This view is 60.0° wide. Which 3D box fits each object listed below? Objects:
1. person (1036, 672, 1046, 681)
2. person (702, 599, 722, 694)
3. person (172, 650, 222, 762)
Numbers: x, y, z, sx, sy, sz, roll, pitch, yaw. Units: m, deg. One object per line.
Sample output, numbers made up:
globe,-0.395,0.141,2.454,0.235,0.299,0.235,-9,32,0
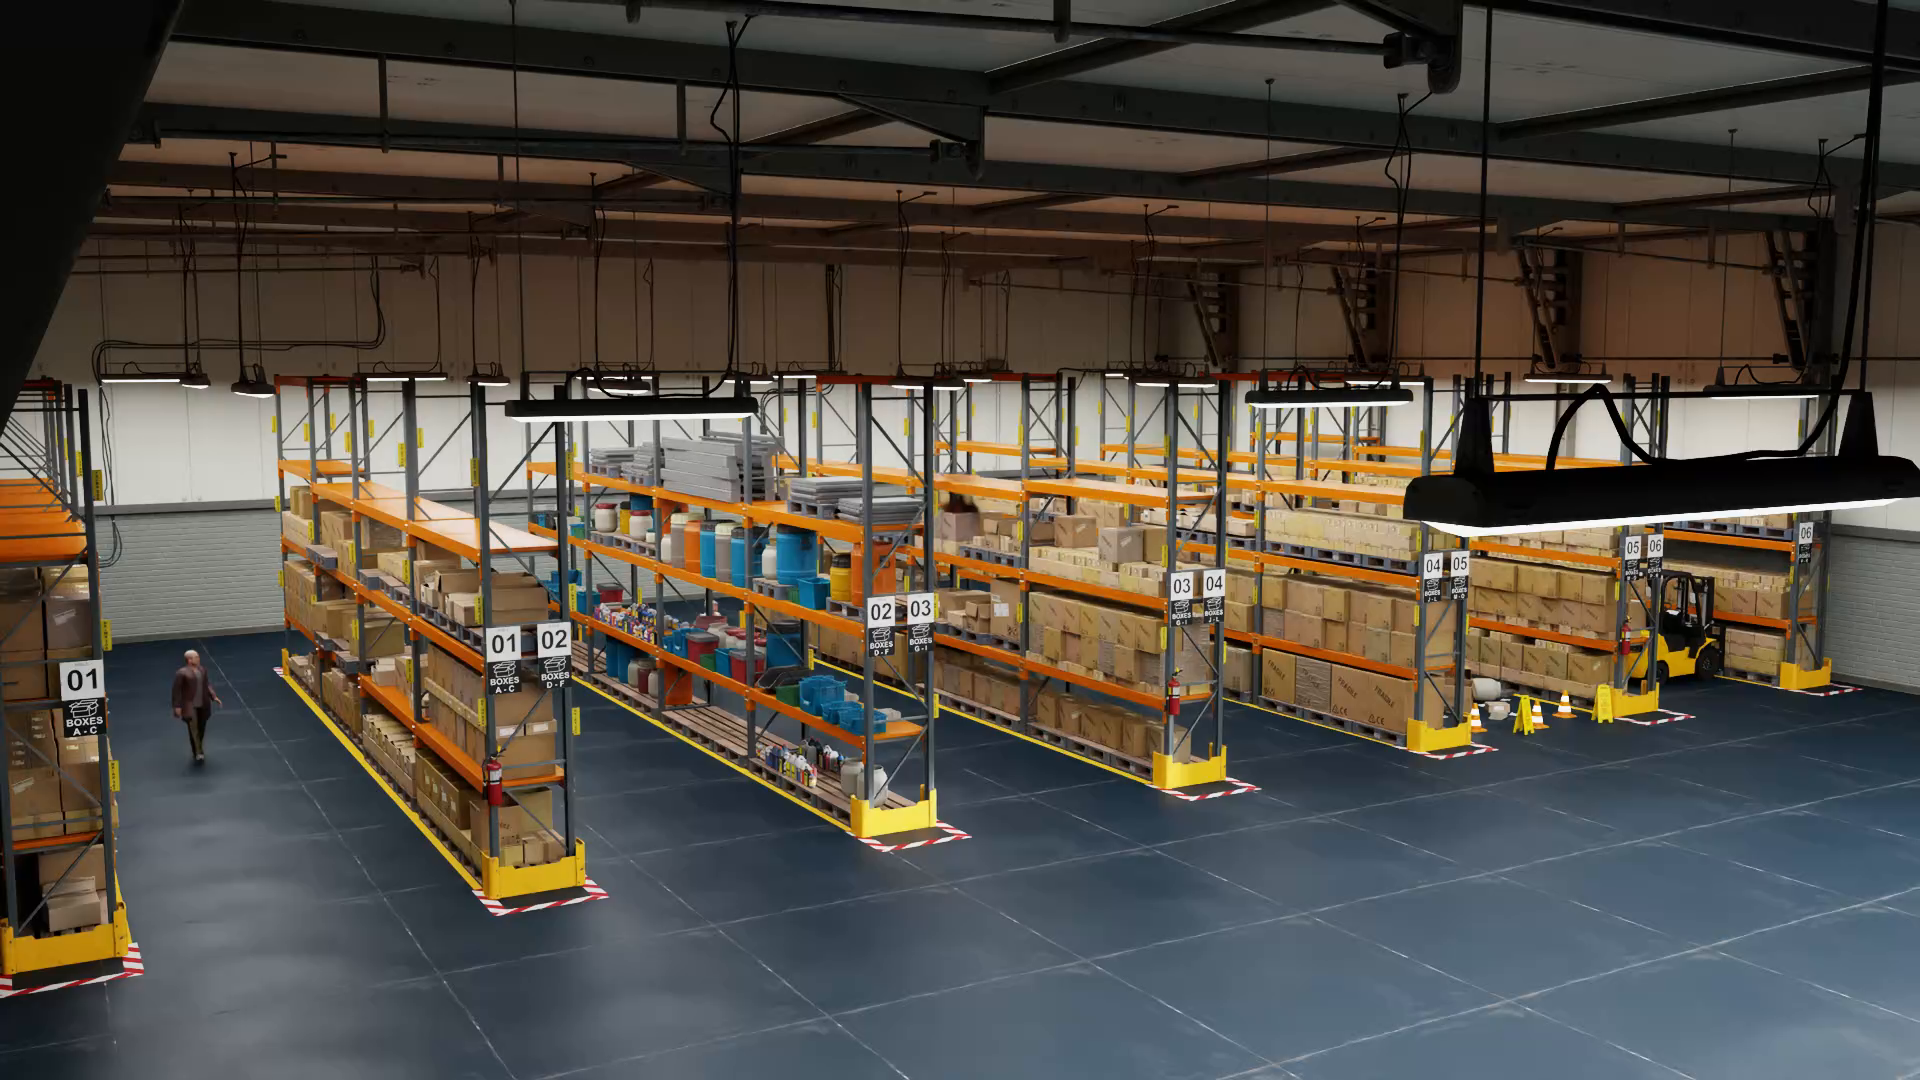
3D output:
person,1.599,1.966,31.232,0.678,1.827,0.657,-3,7,-22
person,-4.732,2.025,31.773,0.714,1.812,0.877,-4,7,-29
person,-12.058,2.597,26.255,0.726,1.737,1.115,-5,8,-40
